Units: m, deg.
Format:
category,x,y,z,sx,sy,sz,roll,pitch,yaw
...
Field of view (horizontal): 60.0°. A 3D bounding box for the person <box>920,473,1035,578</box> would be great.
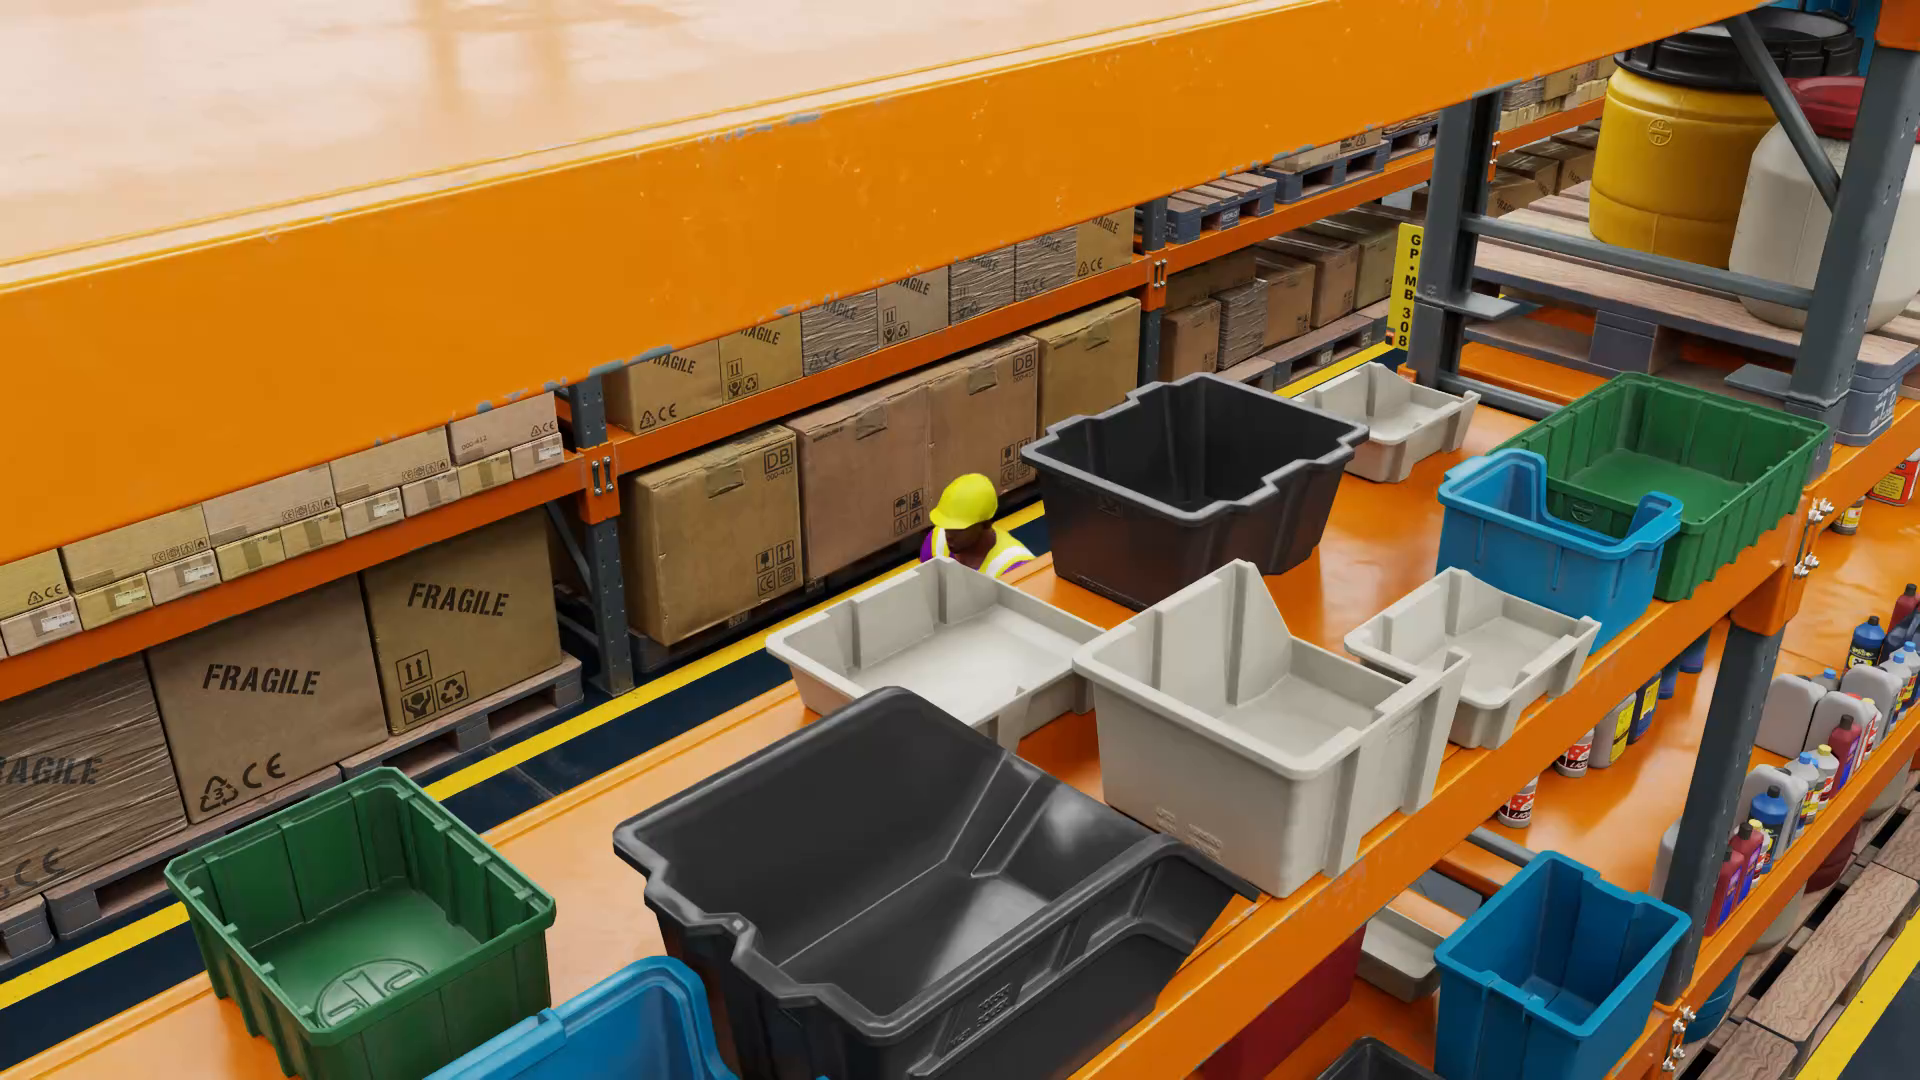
category,x,y,z,sx,sy,sz,roll,pitch,yaw
person,0.052,0.525,6.593,0.595,1.764,0.435,23,36,37
